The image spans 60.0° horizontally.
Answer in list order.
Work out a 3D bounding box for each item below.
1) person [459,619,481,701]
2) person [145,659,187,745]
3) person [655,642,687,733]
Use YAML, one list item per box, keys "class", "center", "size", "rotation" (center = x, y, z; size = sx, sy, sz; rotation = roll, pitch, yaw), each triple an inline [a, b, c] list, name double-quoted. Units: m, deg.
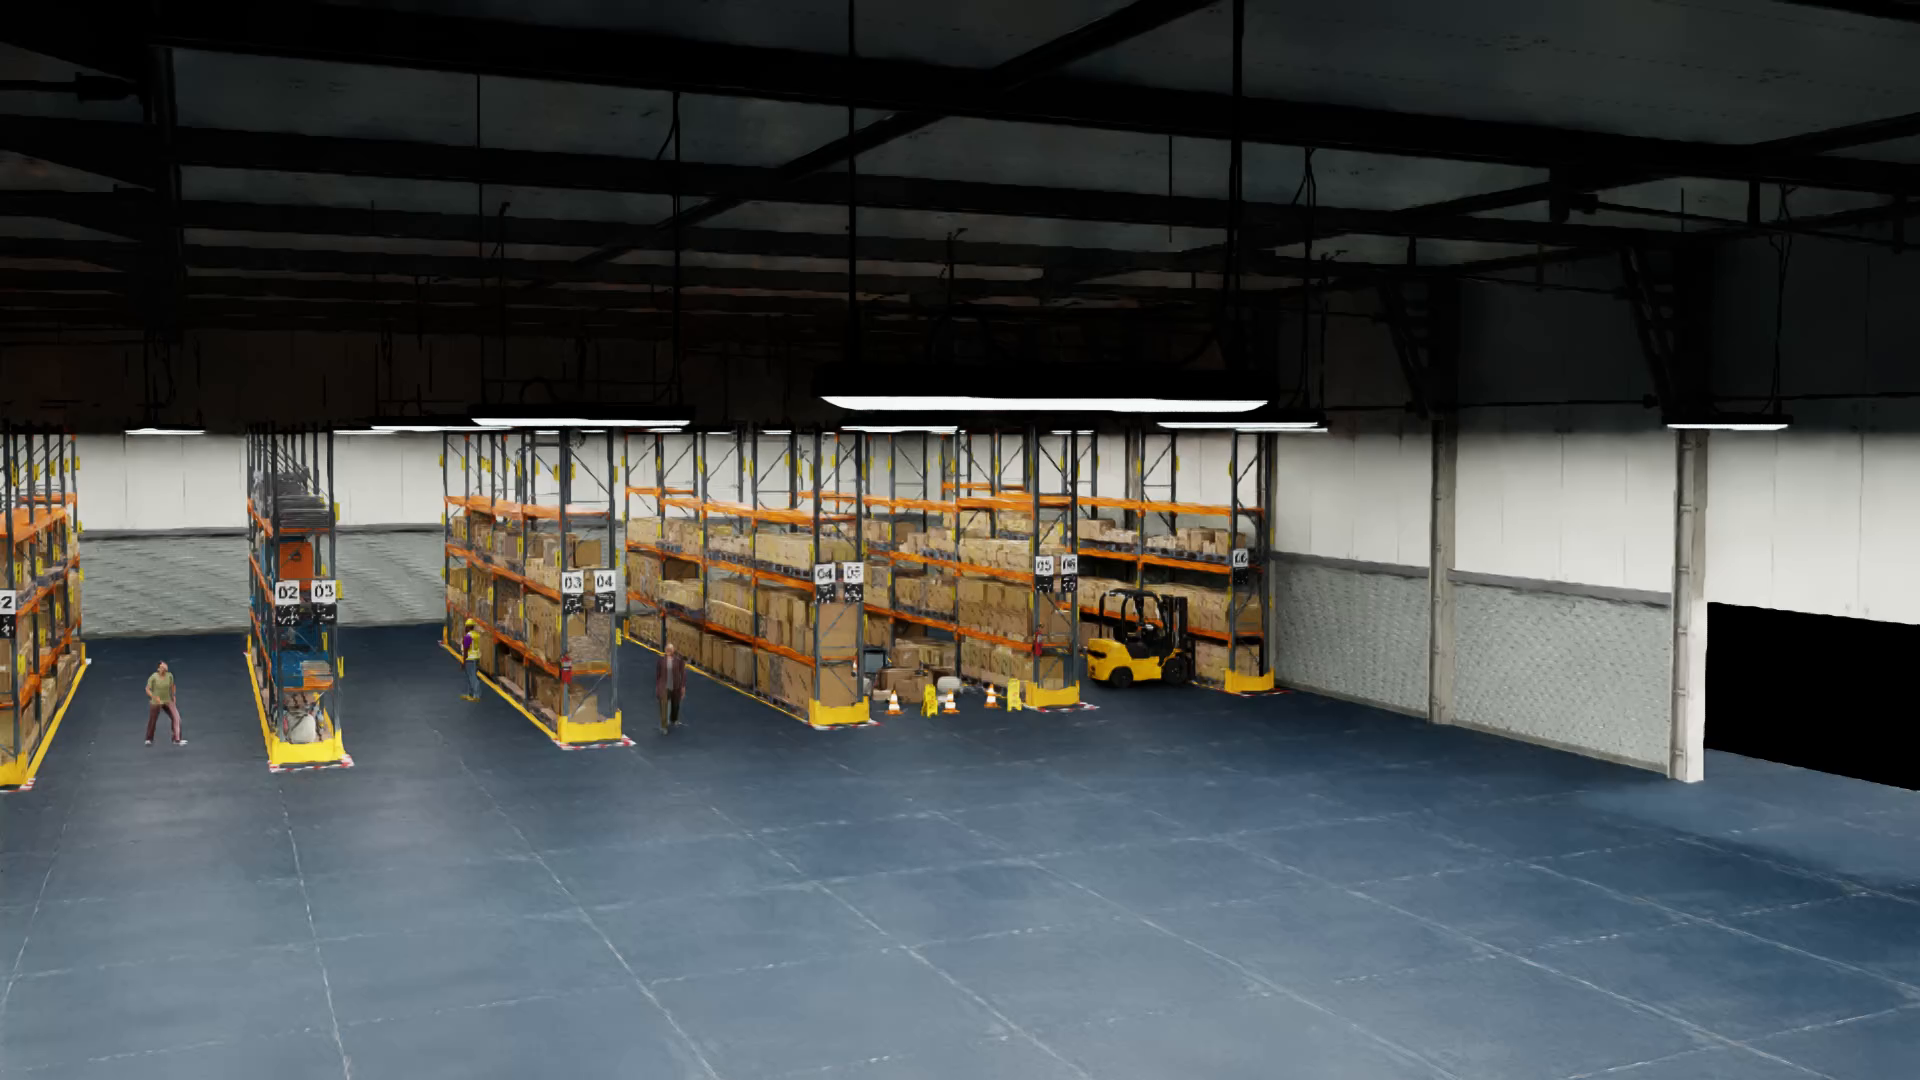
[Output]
- class: "person"
  center: [-10.608, 2.579, 35.968]
  size: [0.574, 1.764, 0.669]
  rotation: [0, 4, 4]
- class: "person"
  center: [-14.746, 2.988, 30.731]
  size: [0.621, 1.601, 0.817]
  rotation: [-3, 5, -41]
- class: "person"
  center: [-5.606, 2.838, 32.234]
  size: [0.611, 1.735, 1.019]
  rotation: [-1, 4, -10]
